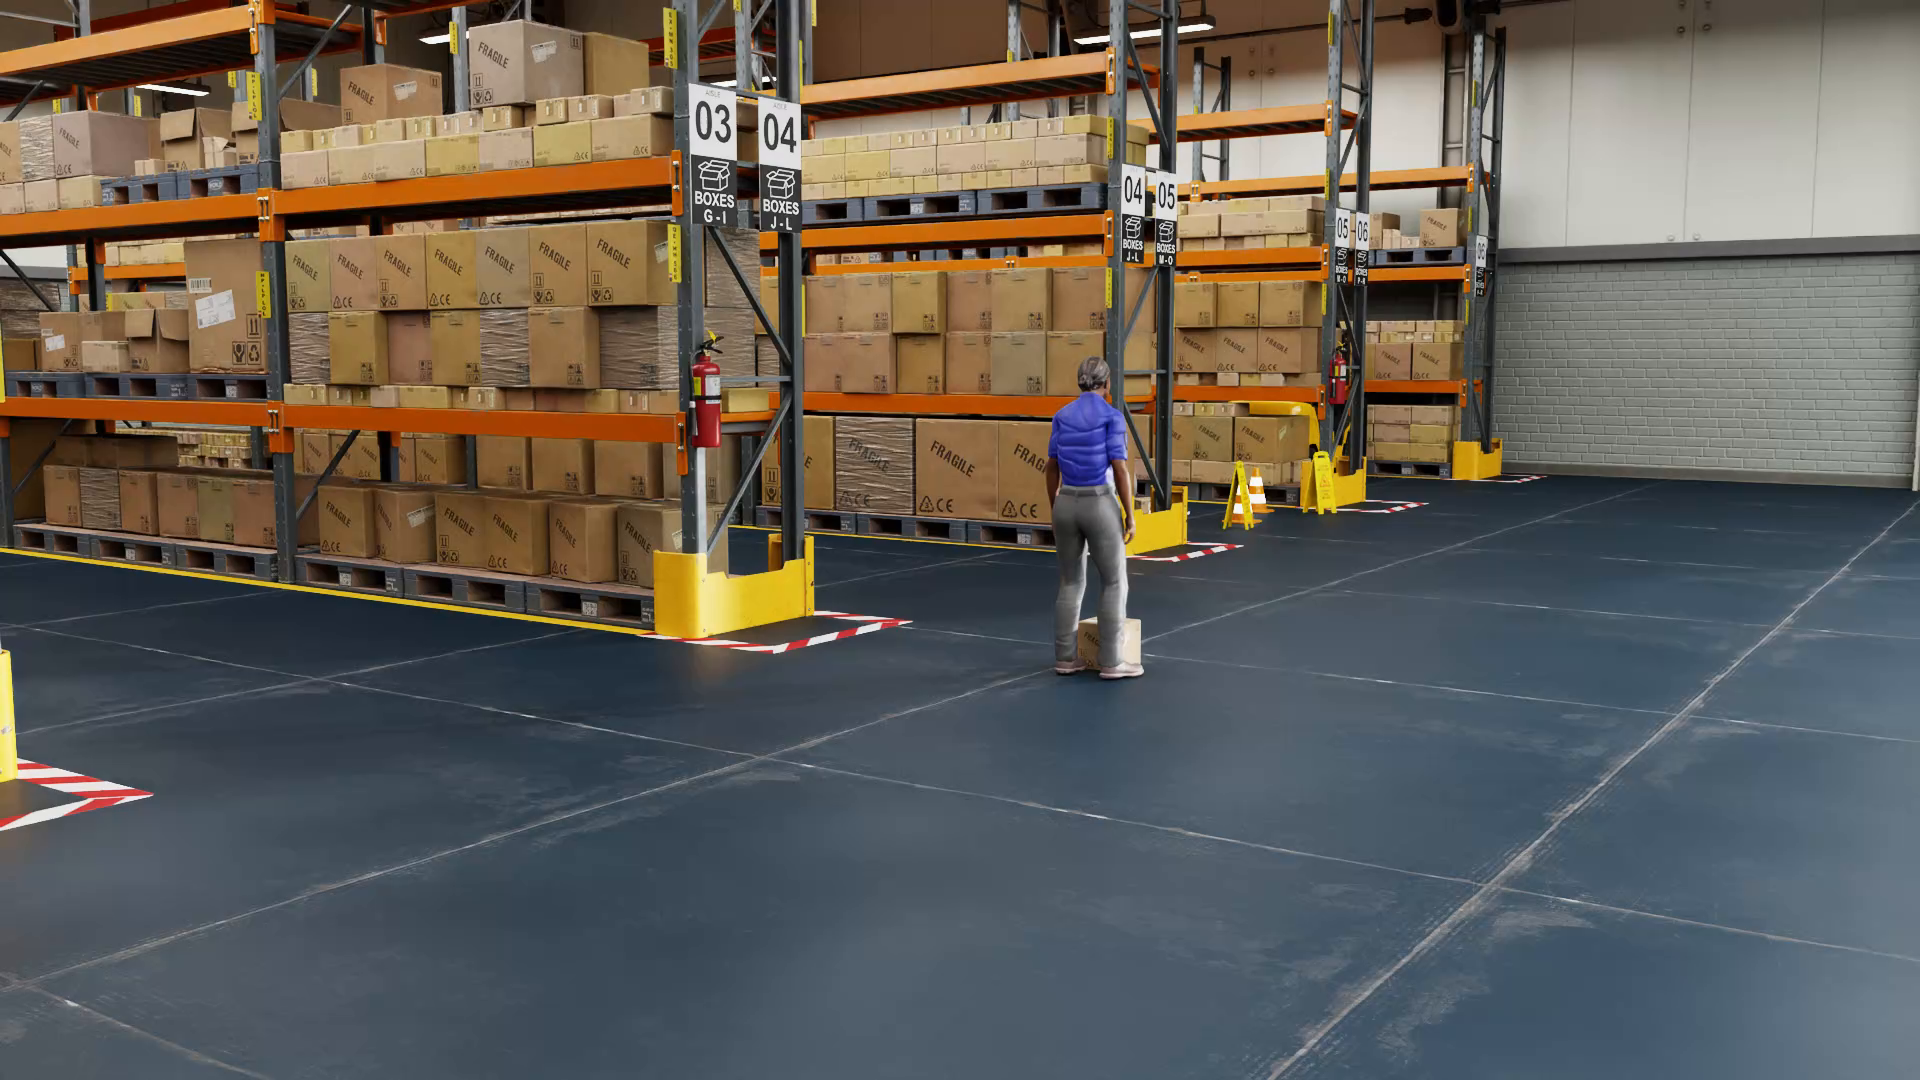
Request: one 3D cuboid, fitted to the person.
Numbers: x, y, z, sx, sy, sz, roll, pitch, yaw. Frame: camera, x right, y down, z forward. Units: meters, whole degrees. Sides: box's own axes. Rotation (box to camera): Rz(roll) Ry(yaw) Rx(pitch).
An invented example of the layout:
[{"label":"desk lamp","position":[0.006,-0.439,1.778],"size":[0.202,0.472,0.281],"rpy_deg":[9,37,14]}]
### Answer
[{"label":"person","position":[0.678,-0.121,8.600],"size":[0.506,1.655,0.346],"rpy_deg":[4,8,34]}]
